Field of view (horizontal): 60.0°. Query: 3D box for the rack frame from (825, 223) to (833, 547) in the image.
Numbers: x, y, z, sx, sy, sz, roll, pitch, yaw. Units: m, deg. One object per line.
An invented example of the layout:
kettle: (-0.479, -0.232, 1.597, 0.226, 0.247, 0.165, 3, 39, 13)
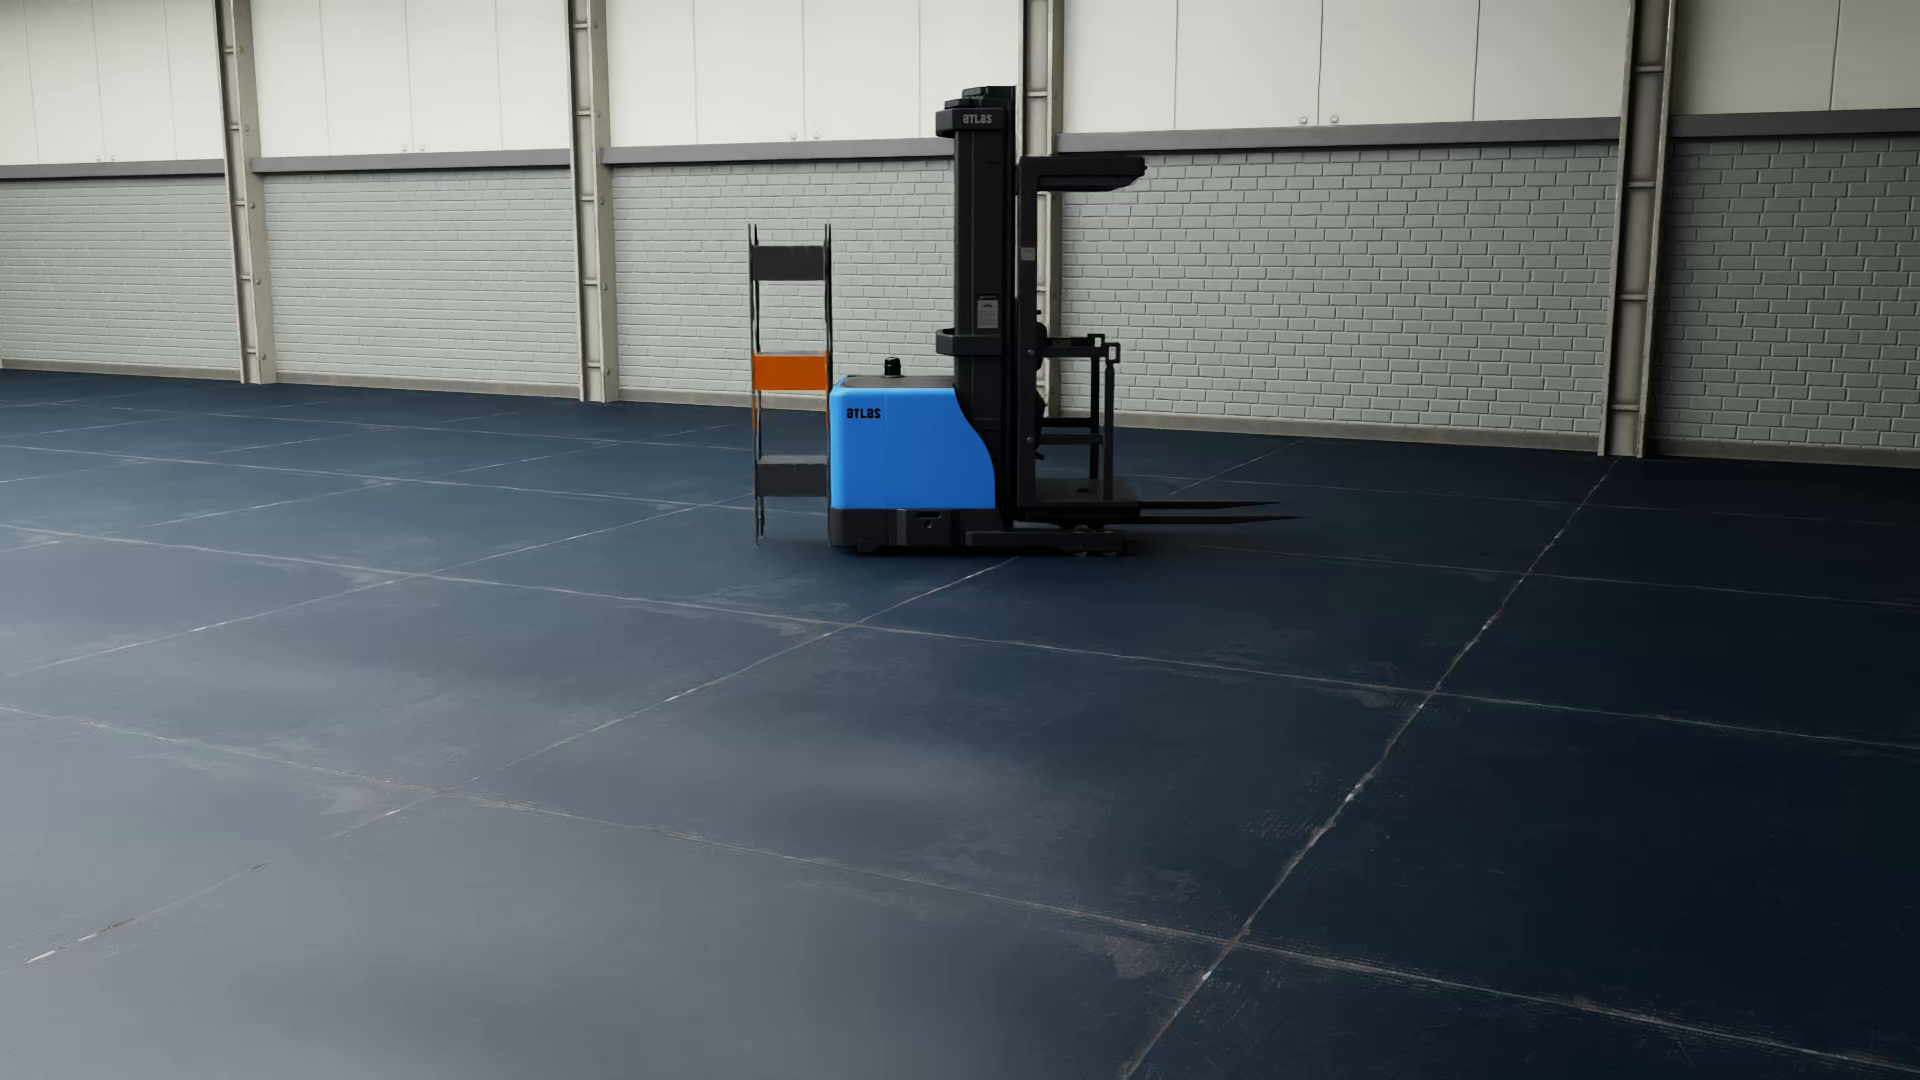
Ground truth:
rack frame: (-0.858, -1.021, 10.977, 0.015, 2.100, 0.400, 0, 10, -1)

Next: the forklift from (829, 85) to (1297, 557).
forklift: (0.672, -1.429, 10.898, 3.031, 2.935, 1.130, 0, 10, -1)

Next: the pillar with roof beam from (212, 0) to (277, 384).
pillar with roof beam: (-11.809, -5.964, 18.914, 0.400, 9.000, 9.100, 5, 11, 26)

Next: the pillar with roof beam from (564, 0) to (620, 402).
pillar with roof beam: (-6.428, -5.491, 16.301, 0.400, 9.000, 9.100, 5, 11, 26)

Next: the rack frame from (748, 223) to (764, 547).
rack frame: (-1.346, -1.020, 10.971, 0.015, 2.100, 0.400, 0, 10, -1)

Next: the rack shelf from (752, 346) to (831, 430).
rack shelf: (-1.102, -1.007, 10.976, 0.480, 0.518, 0.431, 0, 10, -1)

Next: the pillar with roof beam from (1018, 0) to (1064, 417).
pillar with roof beam: (-1.047, -5.018, 13.689, 0.400, 9.000, 9.100, 5, 11, 26)

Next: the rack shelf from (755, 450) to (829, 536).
rack shelf: (-1.102, -0.318, 11.101, 0.480, 0.518, 0.431, 0, 10, -1)

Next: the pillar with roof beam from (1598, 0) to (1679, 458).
pillar with roof beam: (4.334, -4.545, 11.077, 0.400, 9.000, 9.100, 5, 11, 26)

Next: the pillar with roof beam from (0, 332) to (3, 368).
pillar with roof beam: (-17.189, -6.437, 21.526, 0.400, 9.000, 9.100, 5, 11, 26)

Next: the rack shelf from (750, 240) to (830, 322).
rack shelf: (-1.102, -1.696, 10.852, 0.480, 0.518, 0.431, 0, 10, -1)

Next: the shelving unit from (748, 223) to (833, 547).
shelving unit: (-1.102, -1.021, 10.974, 0.503, 2.100, 0.431, 0, 10, -1)
